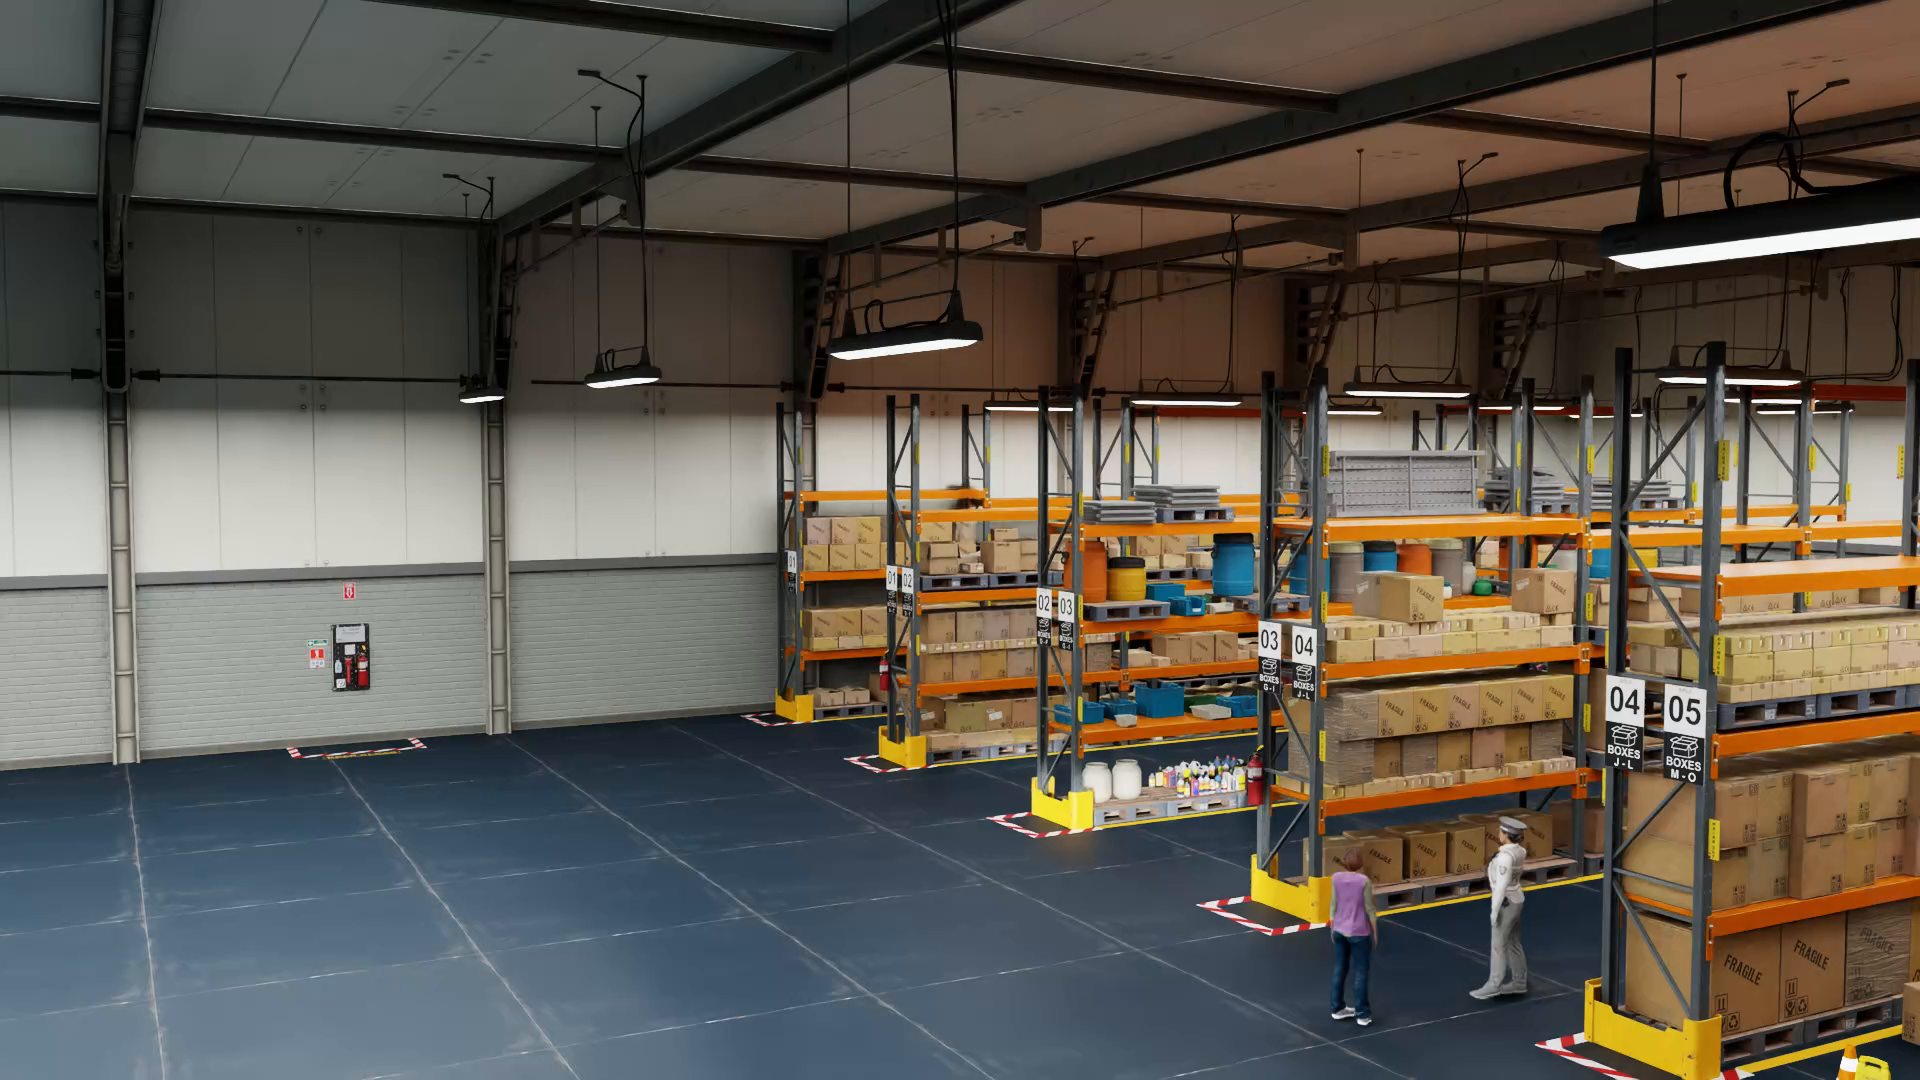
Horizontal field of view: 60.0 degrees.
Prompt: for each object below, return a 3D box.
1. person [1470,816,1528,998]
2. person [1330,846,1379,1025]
[{"bbox_3d":[5.073,3.446,15.618,0.503,1.700,0.501,1,3,22],"label":"person"},{"bbox_3d":[3.531,3.540,14.884,0.365,1.575,0.404,-2,4,-37],"label":"person"}]
